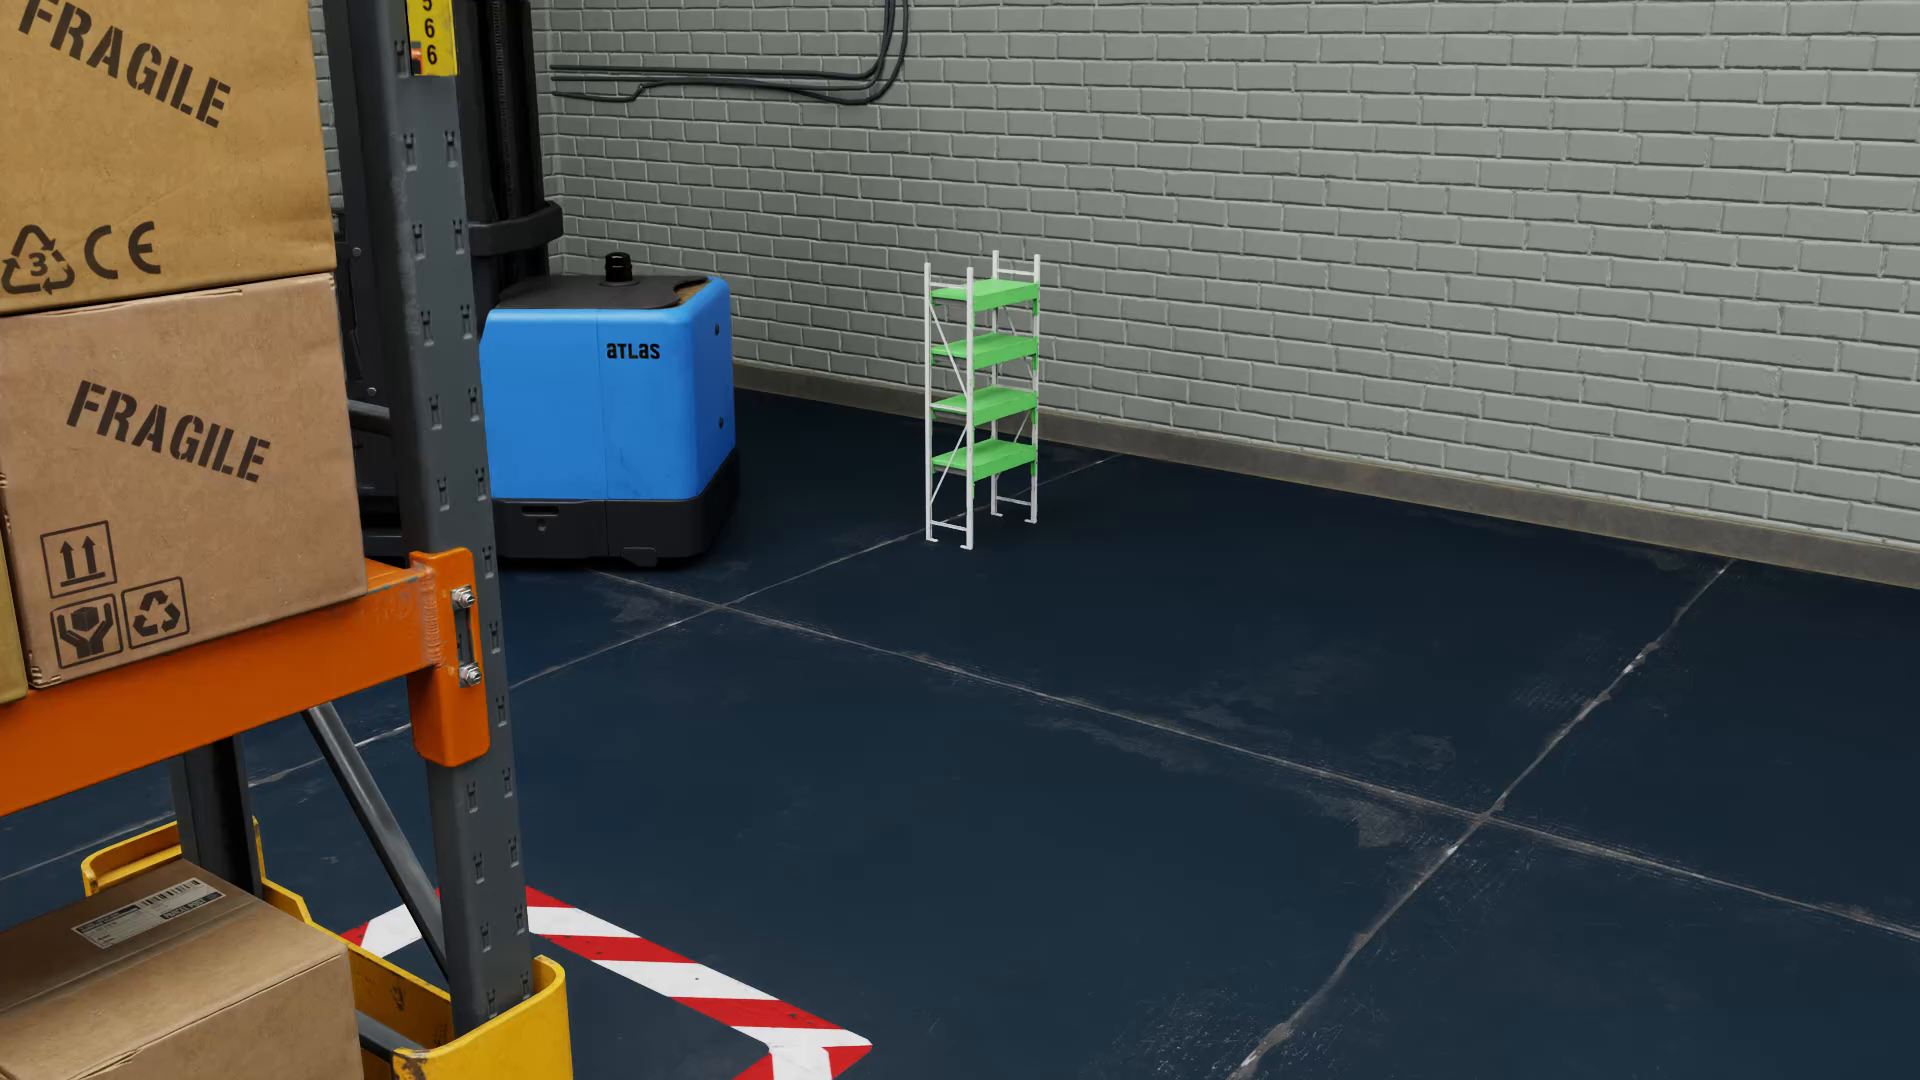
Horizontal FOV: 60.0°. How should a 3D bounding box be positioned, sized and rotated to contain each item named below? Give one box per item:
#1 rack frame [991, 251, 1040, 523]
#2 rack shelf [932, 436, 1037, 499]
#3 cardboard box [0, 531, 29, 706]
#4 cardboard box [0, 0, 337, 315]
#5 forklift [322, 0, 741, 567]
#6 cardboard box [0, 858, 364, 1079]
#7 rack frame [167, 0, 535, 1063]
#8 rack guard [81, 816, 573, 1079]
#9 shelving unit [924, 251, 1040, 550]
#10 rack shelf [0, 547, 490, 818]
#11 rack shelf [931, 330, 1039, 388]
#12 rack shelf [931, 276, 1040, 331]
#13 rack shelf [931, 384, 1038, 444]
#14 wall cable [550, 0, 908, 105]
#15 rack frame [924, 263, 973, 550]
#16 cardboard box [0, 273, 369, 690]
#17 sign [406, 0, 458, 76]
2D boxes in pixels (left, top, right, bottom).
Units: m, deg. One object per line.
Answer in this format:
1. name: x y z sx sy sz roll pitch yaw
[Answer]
1. rack frame: 0.244 -0.671 7.380 0.240 1.200 0.015 12 21 35
2. rack shelf: 0.099 -0.322 7.283 0.258 0.148 0.480 12 21 35
3. cardboard box: -1.571 -0.016 2.068 0.500 0.500 0.500 13 21 35
4. cardboard box: -1.261 -0.618 2.320 0.500 0.500 0.500 12 21 34
5. forklift: -2.543 -1.432 6.912 3.031 2.935 1.130 1 17 2
6. cardboard box: -1.342 0.910 2.730 0.500 0.500 0.500 12 21 35
7. rack frame: -1.216 -0.247 2.981 1.000 3.000 0.127 12 21 35
8. rack guard: -1.261 0.965 3.294 1.175 0.500 0.348 12 21 35
9. shelving unit: 0.099 -0.612 7.193 0.258 1.200 0.503 12 21 35
10. rack shelf: -2.408 0.573 1.554 1.077 0.370 4.000 12 21 35
11. rack shelf: 0.099 -0.781 7.141 0.258 0.148 0.480 12 21 35
12. rack shelf: 0.099 -1.010 7.069 0.258 0.148 0.480 12 21 35
13. rack shelf: 0.099 -0.551 7.212 0.258 0.148 0.480 12 21 35
14. wall cable: -1.540 -3.788 9.503 3.097 2.526 0.112 12 21 35
15. rack frame: -0.047 -0.554 7.006 0.240 1.200 0.015 12 21 35
16. cardboard box: -1.264 -0.140 2.468 0.500 0.500 0.500 13 22 36
17. sign: -0.782 -0.848 2.431 0.100 0.325 0.005 12 21 35
